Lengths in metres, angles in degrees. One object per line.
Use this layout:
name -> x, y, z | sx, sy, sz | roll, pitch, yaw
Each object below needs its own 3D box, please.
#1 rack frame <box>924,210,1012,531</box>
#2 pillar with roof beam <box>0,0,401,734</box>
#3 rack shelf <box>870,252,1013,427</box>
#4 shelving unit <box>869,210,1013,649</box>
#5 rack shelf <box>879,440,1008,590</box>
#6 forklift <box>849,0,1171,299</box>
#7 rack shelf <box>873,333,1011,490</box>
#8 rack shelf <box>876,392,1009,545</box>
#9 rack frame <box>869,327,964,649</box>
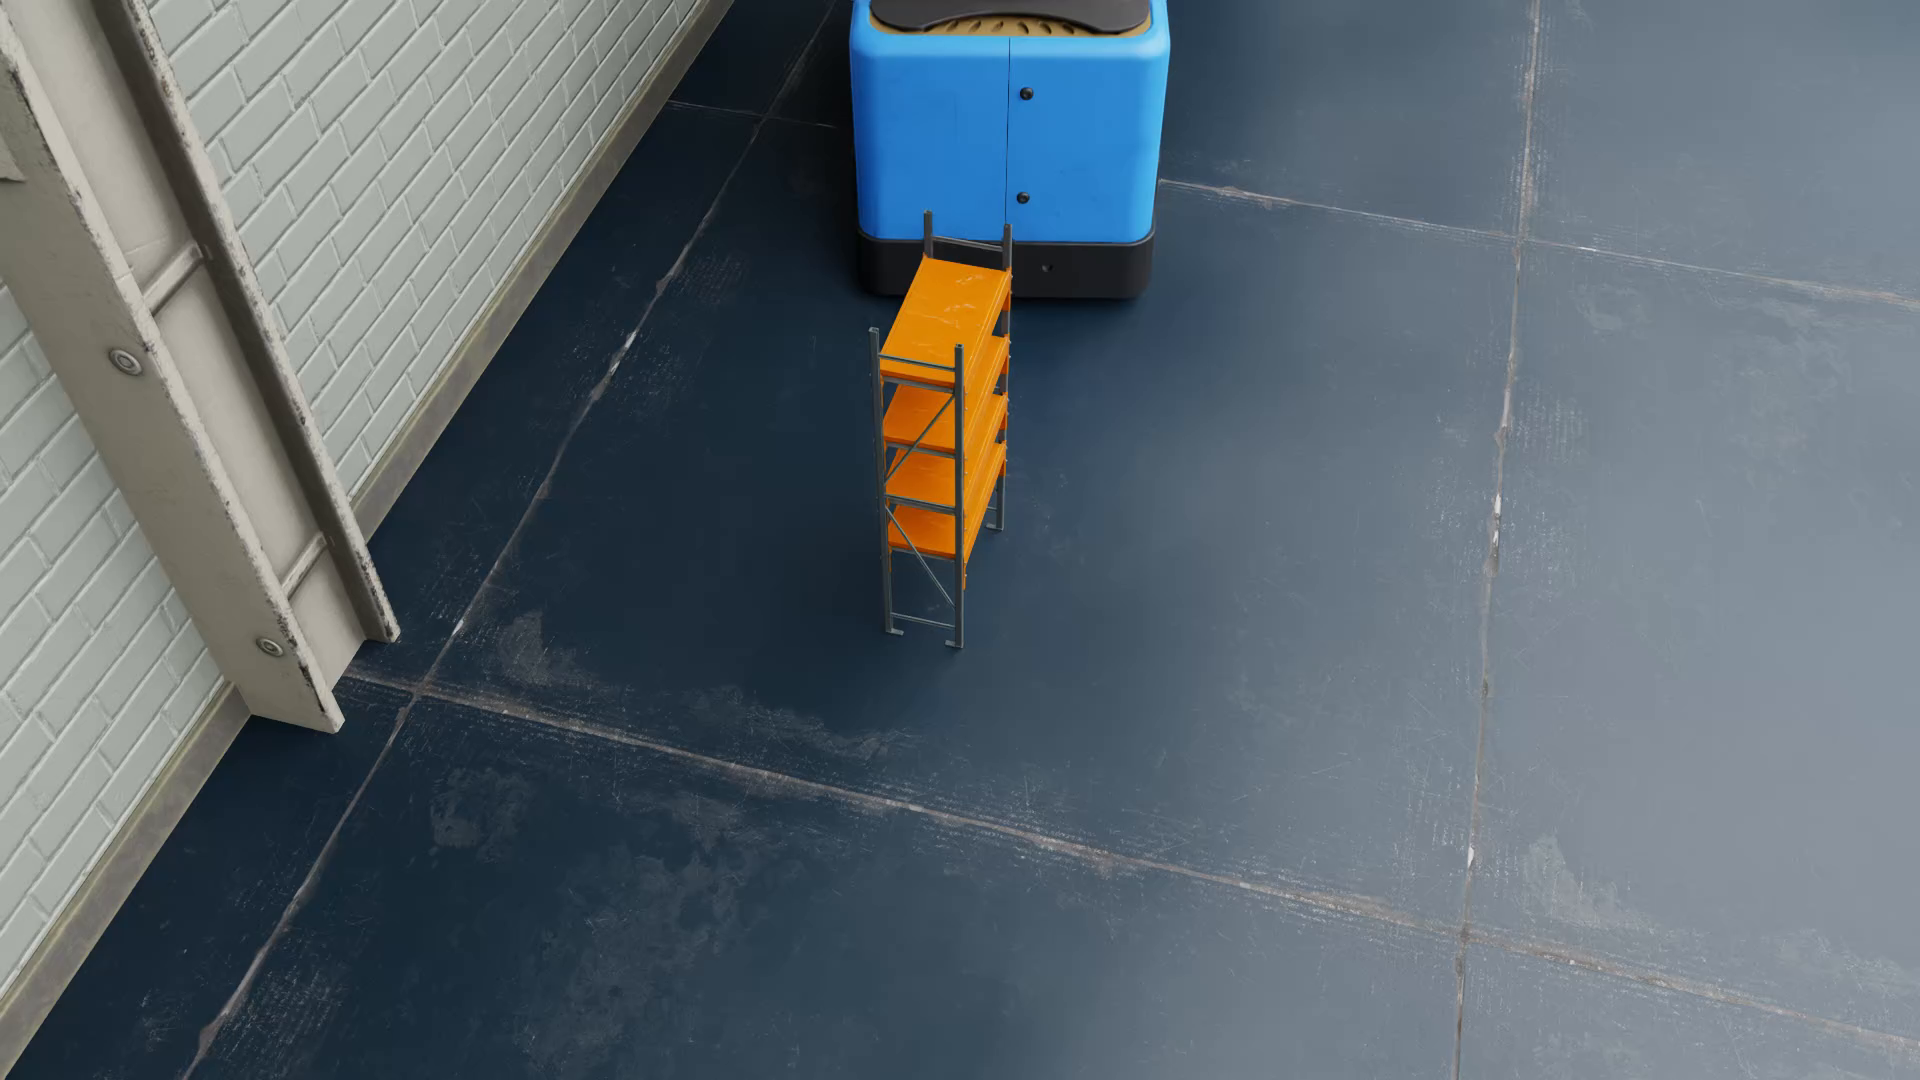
rack frame -> 0.021, -0.454, 4.850 | 0.240, 1.200, 0.015 | 12, 50, 10
pillar with roof beam -> 2.270, -1.747, 0.790 | 9.100, 9.000, 0.400 | 12, 50, 10
rack shelf -> -0.044, -0.537, 4.400 | 0.258, 0.148, 0.480 | 12, 50, 10
shelving unit -> -0.044, -0.277, 4.694 | 0.258, 1.200, 0.503 | 12, 50, 10
rack shelf -> -0.044, -0.101, 4.894 | 0.258, 0.148, 0.480 | 12, 50, 10
forklift -> 0.192, -2.922, 5.874 | 1.130, 2.935, 3.031 | 1, 49, 1
rack shelf -> -0.044, -0.381, 4.577 | 0.258, 0.148, 0.480 | 12, 50, 10
rack shelf -> -0.044, -0.233, 4.745 | 0.258, 0.148, 0.480 | 12, 50, 10
rack frame -> -0.108, -0.101, 4.539 | 0.240, 1.200, 0.015 | 12, 50, 10
